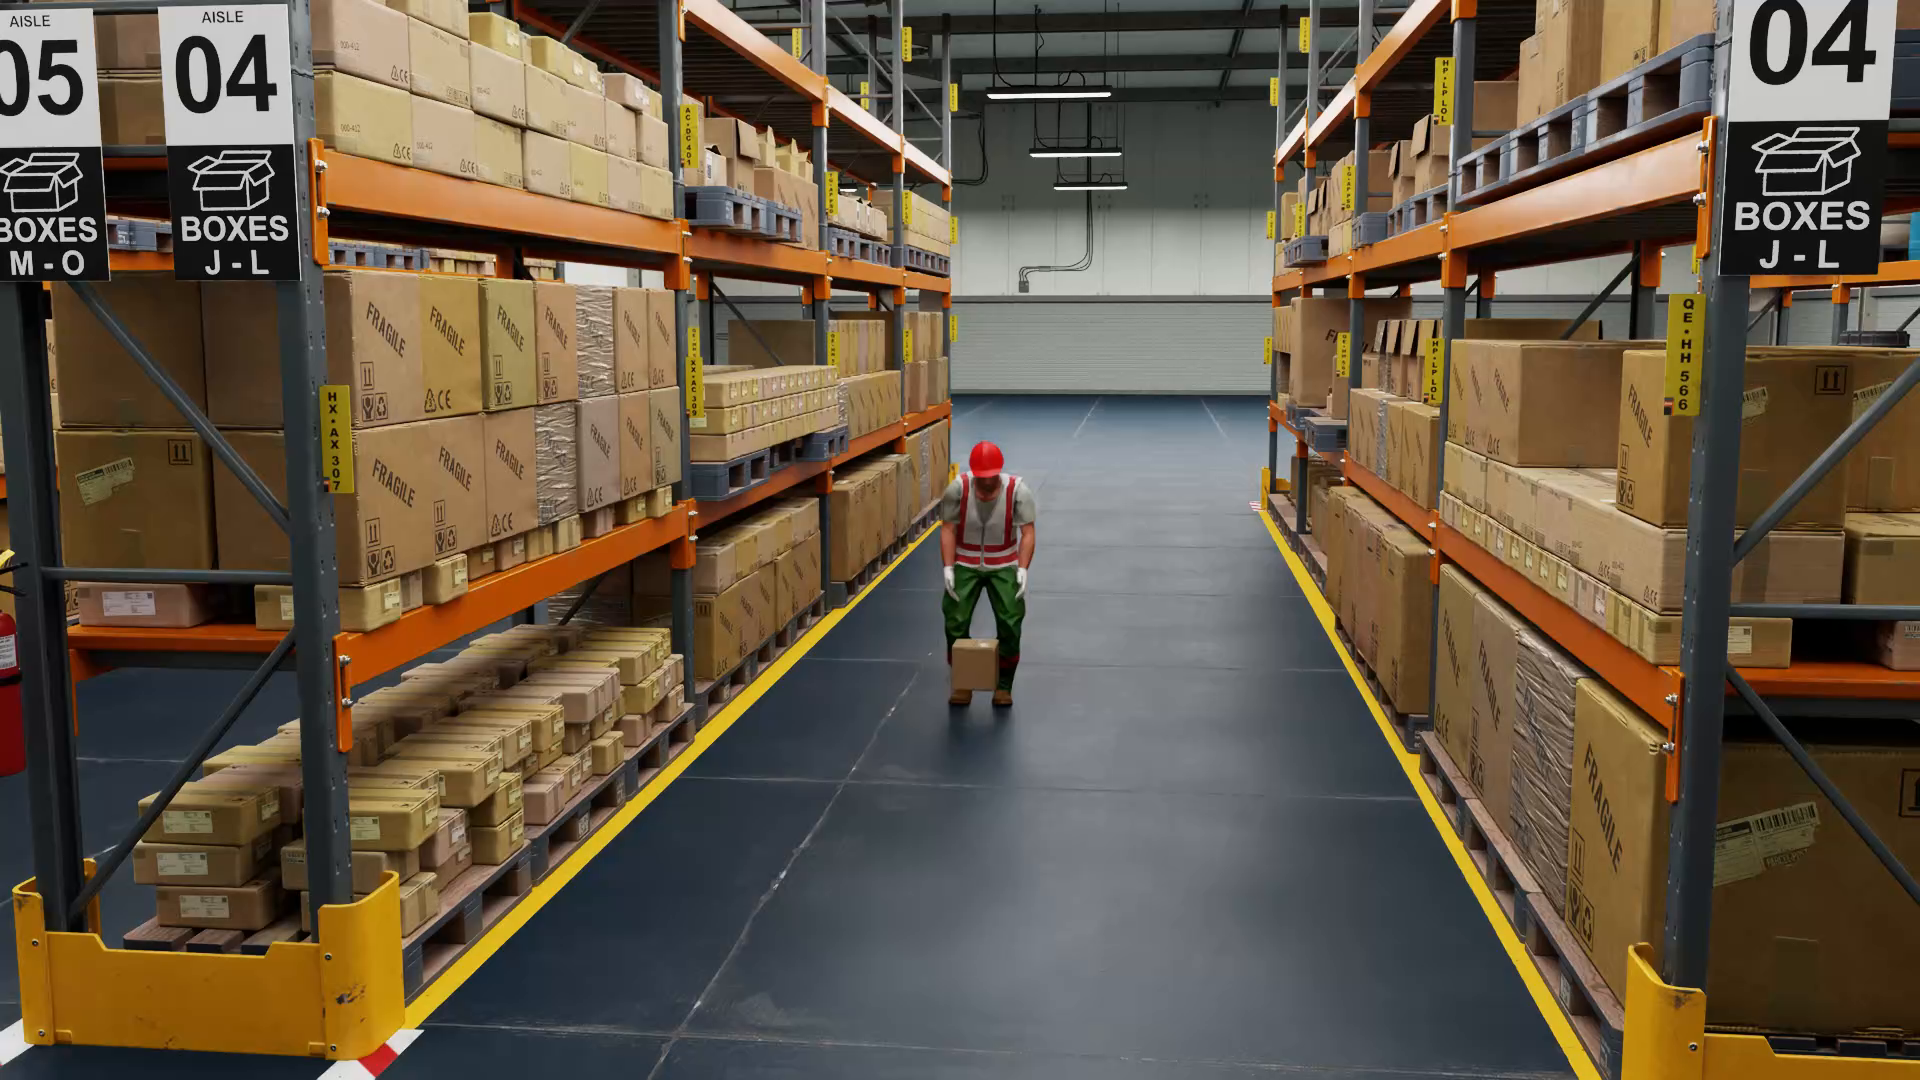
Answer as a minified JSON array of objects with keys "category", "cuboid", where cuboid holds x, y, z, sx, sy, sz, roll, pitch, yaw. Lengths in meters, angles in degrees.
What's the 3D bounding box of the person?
[{"category":"person","cuboid":[0.170,0.193,9.944,0.572,1.604,0.625,1,8,7]}]
